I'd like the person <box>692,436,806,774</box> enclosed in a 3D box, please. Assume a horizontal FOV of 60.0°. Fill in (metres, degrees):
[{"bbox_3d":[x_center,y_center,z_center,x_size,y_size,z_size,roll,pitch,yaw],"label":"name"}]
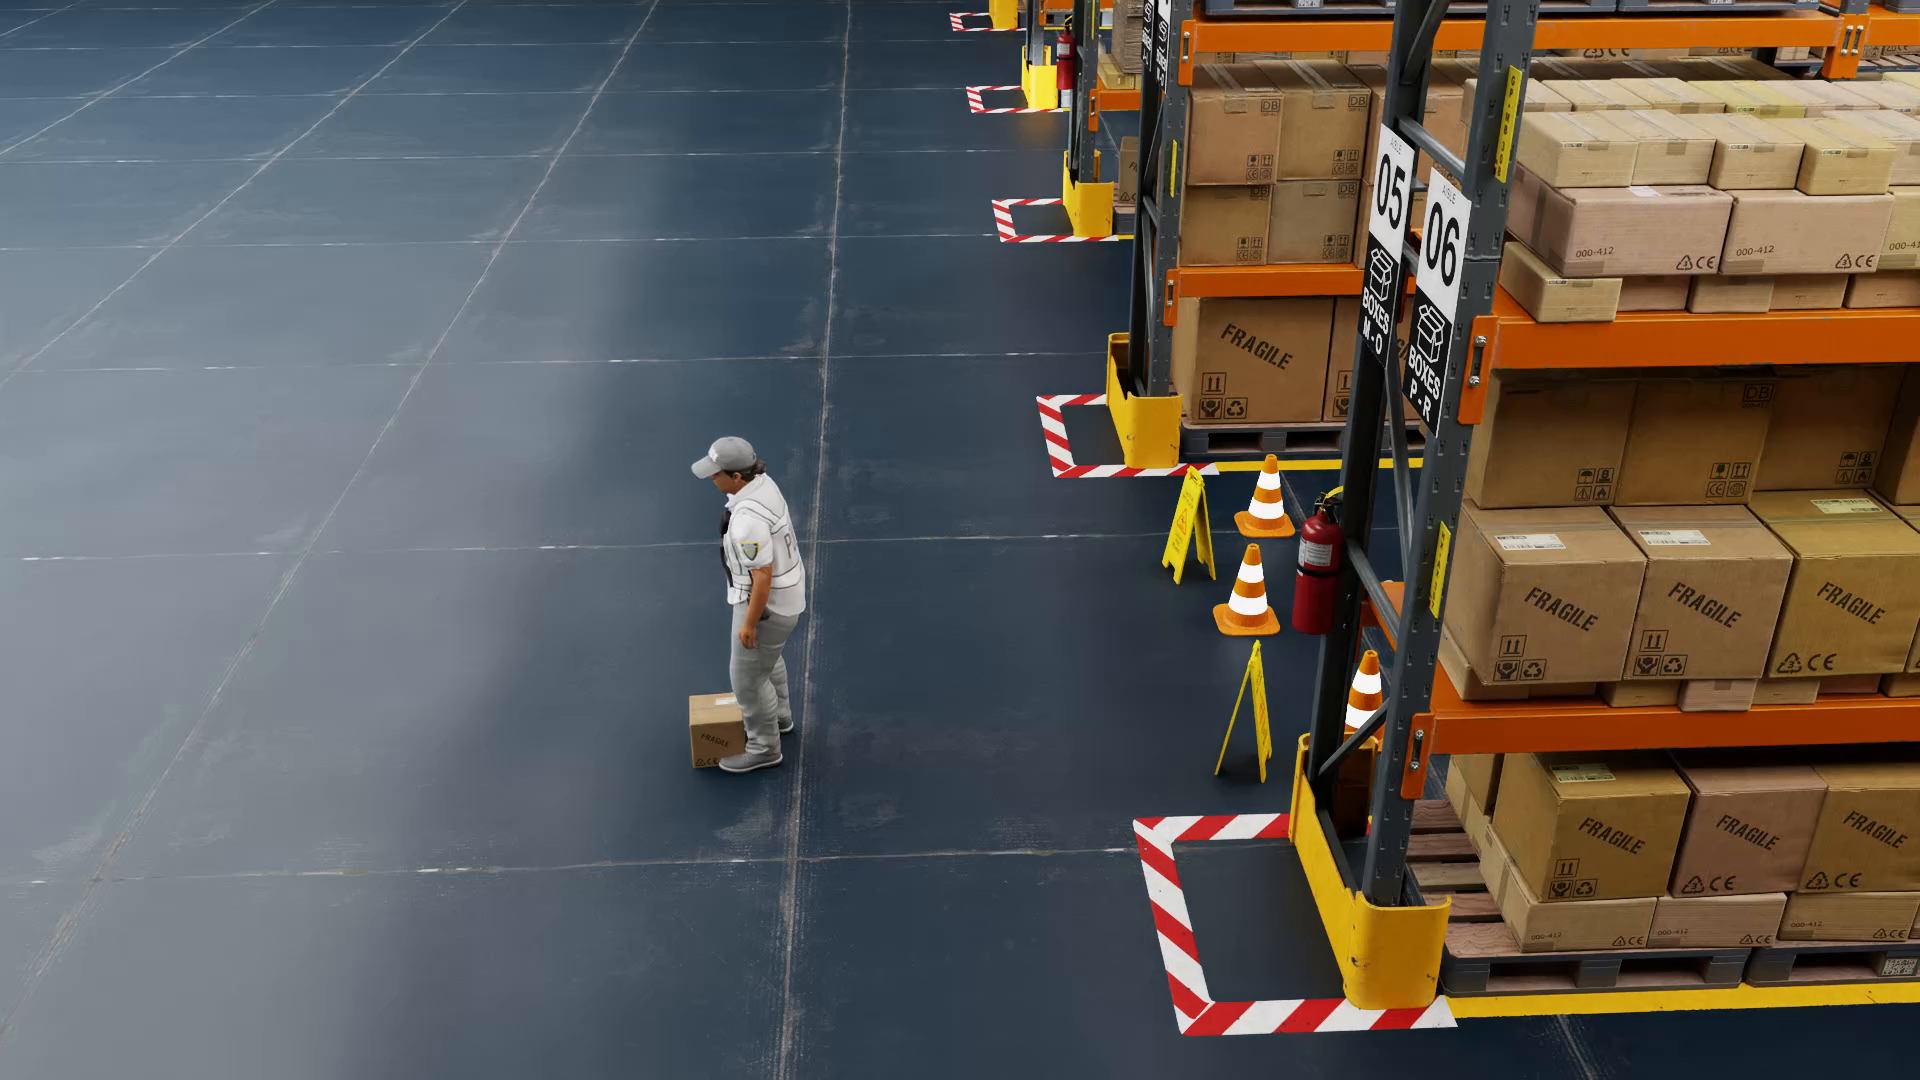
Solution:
[{"bbox_3d":[-0.944,0.279,7.653,0.469,1.666,0.542,-1,28,-3],"label":"person"}]
